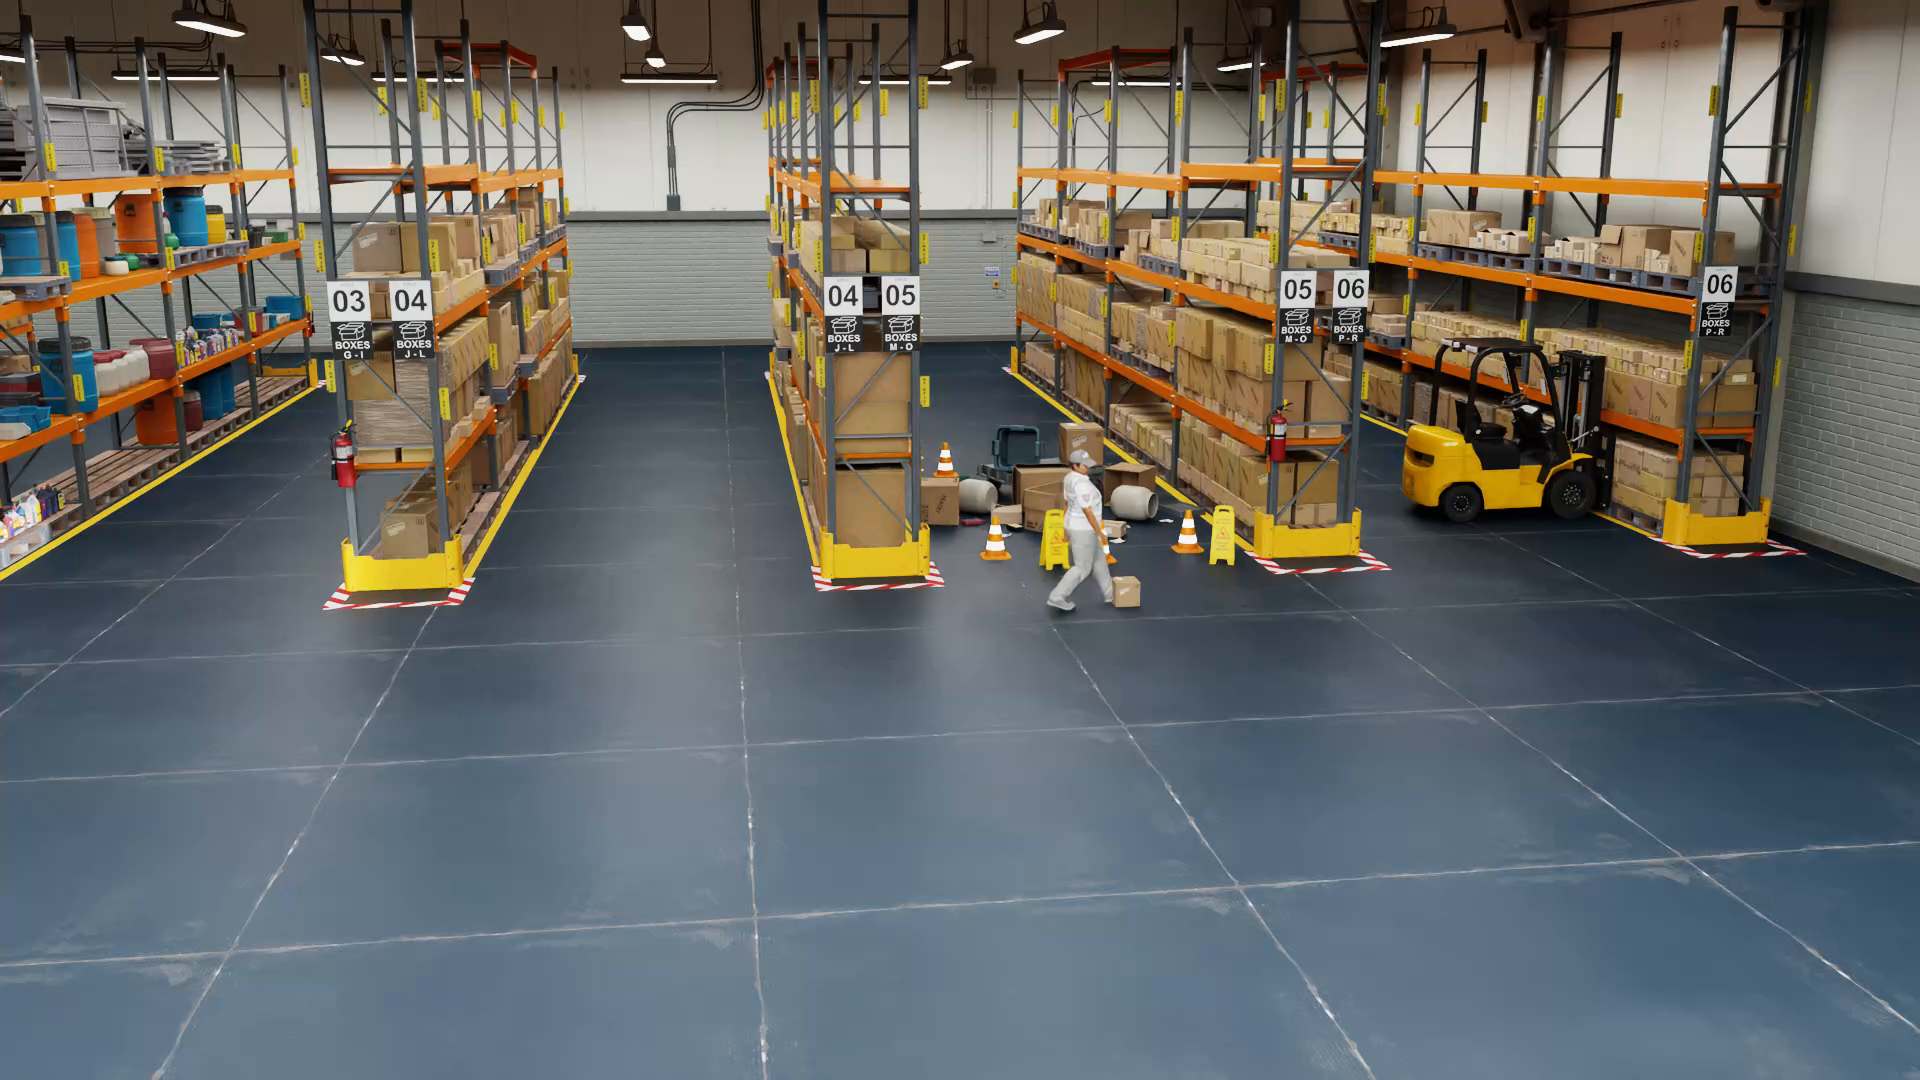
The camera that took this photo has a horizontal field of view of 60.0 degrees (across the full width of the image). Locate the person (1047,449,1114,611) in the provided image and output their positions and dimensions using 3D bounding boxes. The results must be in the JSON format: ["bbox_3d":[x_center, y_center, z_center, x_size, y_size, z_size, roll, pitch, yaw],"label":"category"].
[{"bbox_3d":[1.311,-0.115,16.516,0.942,1.607,0.505,-2,13,-10],"label":"person"}]
